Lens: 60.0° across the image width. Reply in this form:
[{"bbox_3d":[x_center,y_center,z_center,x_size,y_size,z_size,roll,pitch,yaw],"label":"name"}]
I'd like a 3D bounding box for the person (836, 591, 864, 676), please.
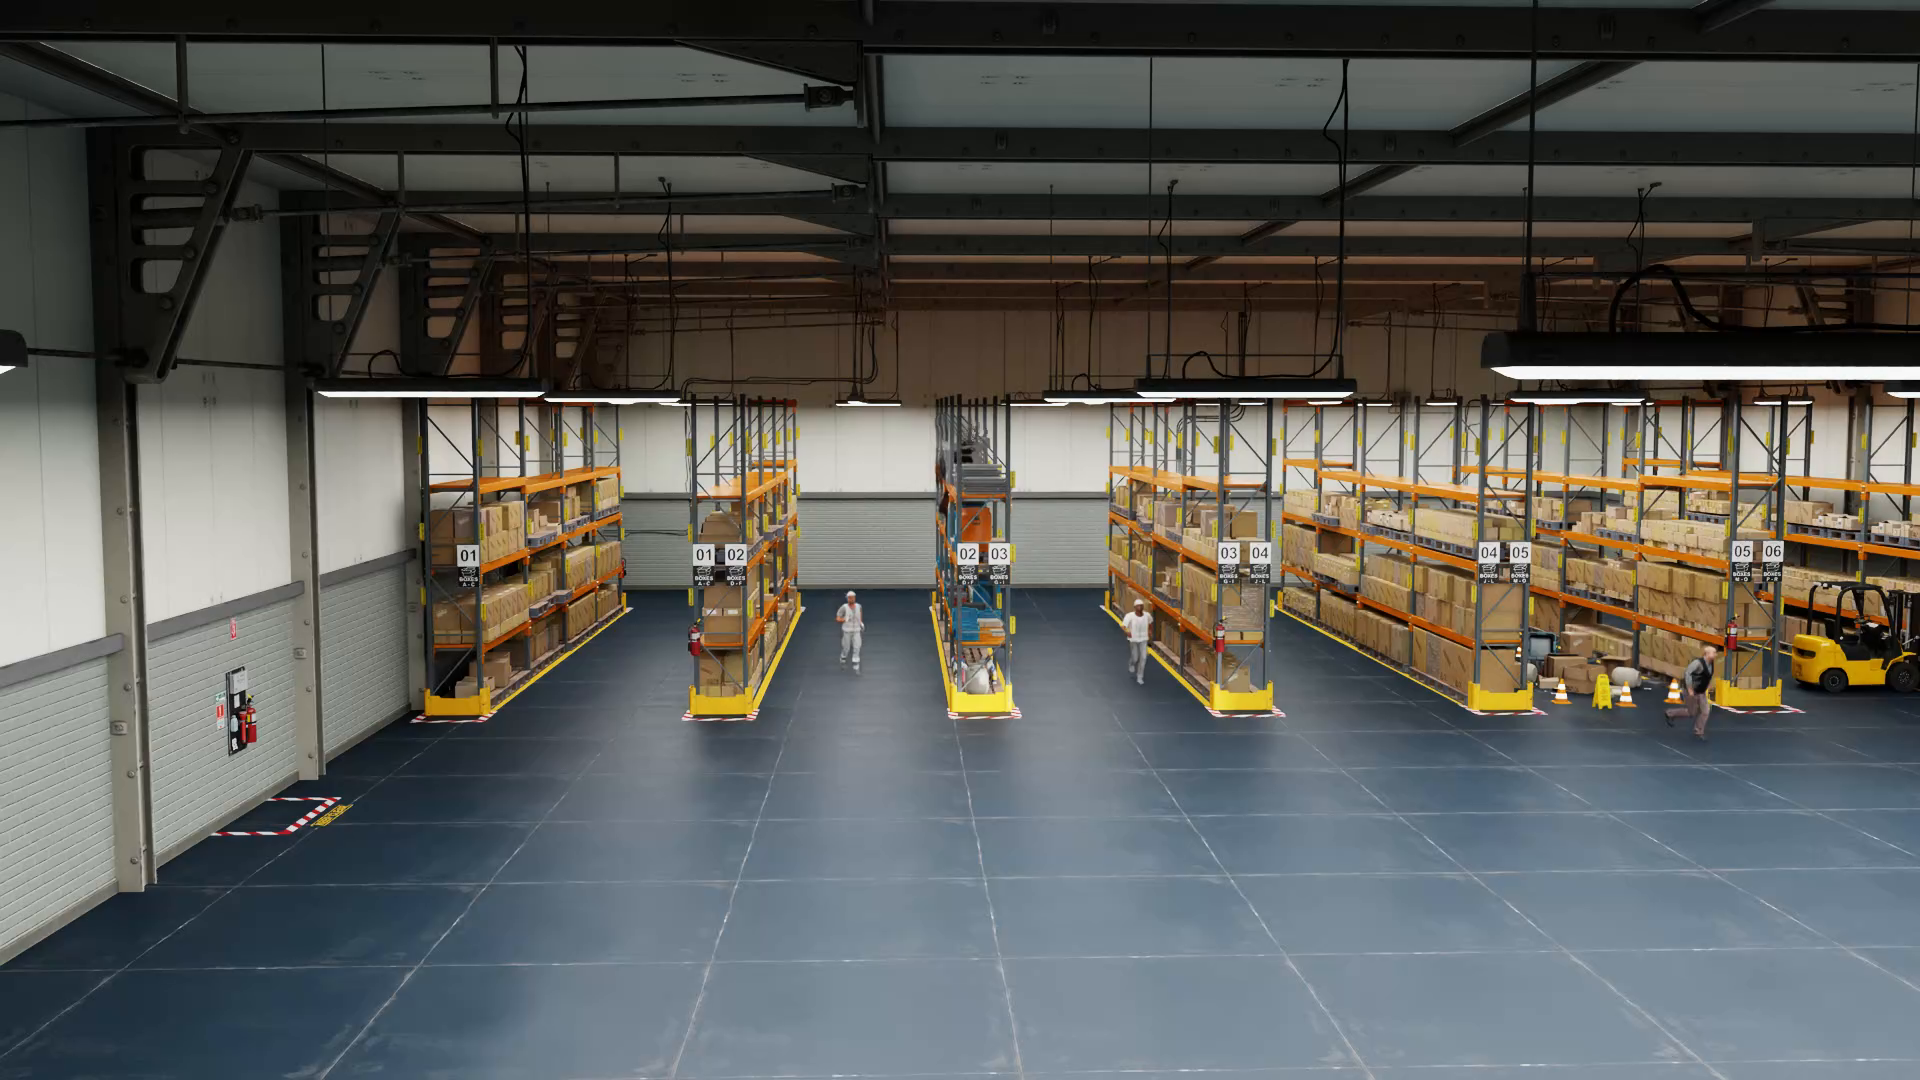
[{"bbox_3d":[-2.359,1.983,35.789,0.670,1.782,0.961,-2,5,-22],"label":"person"}]

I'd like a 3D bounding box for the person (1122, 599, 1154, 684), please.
[{"bbox_3d":[3.754,2.118,35.001,0.709,1.762,0.825,-1,5,-7],"label":"person"}]

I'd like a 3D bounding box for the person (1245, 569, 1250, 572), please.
[{"bbox_3d":[8.030,1.245,45.658,0.688,1.723,0.774,1,5,8],"label":"person"}]

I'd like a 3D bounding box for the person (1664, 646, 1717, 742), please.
[{"bbox_3d":[12.723,2.643,28.943,0.662,1.674,0.896,-4,6,-40],"label":"person"}]
